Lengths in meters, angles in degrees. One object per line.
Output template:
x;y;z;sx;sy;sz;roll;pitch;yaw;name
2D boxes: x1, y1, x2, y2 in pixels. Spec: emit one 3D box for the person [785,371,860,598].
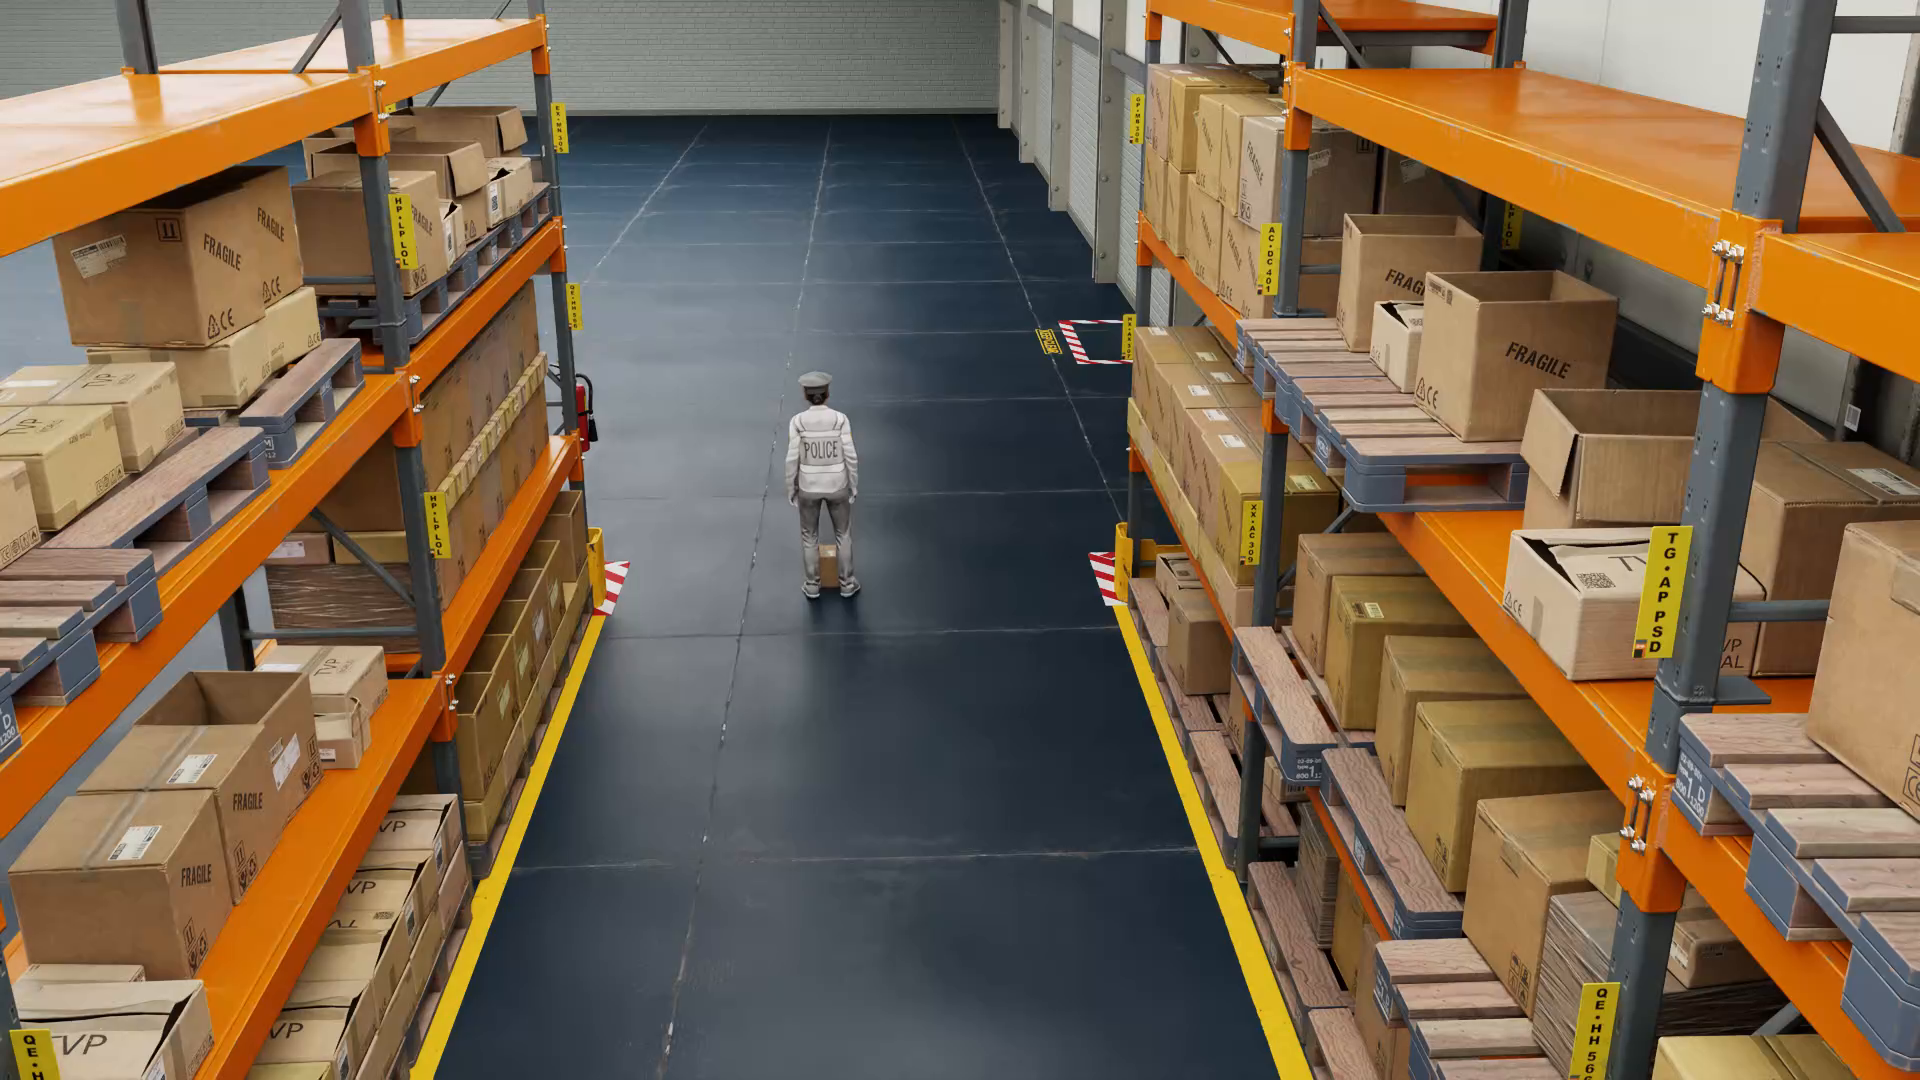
-1.001;-0.377;12.083;0.528;1.662;0.375;-2;21;-5;person
